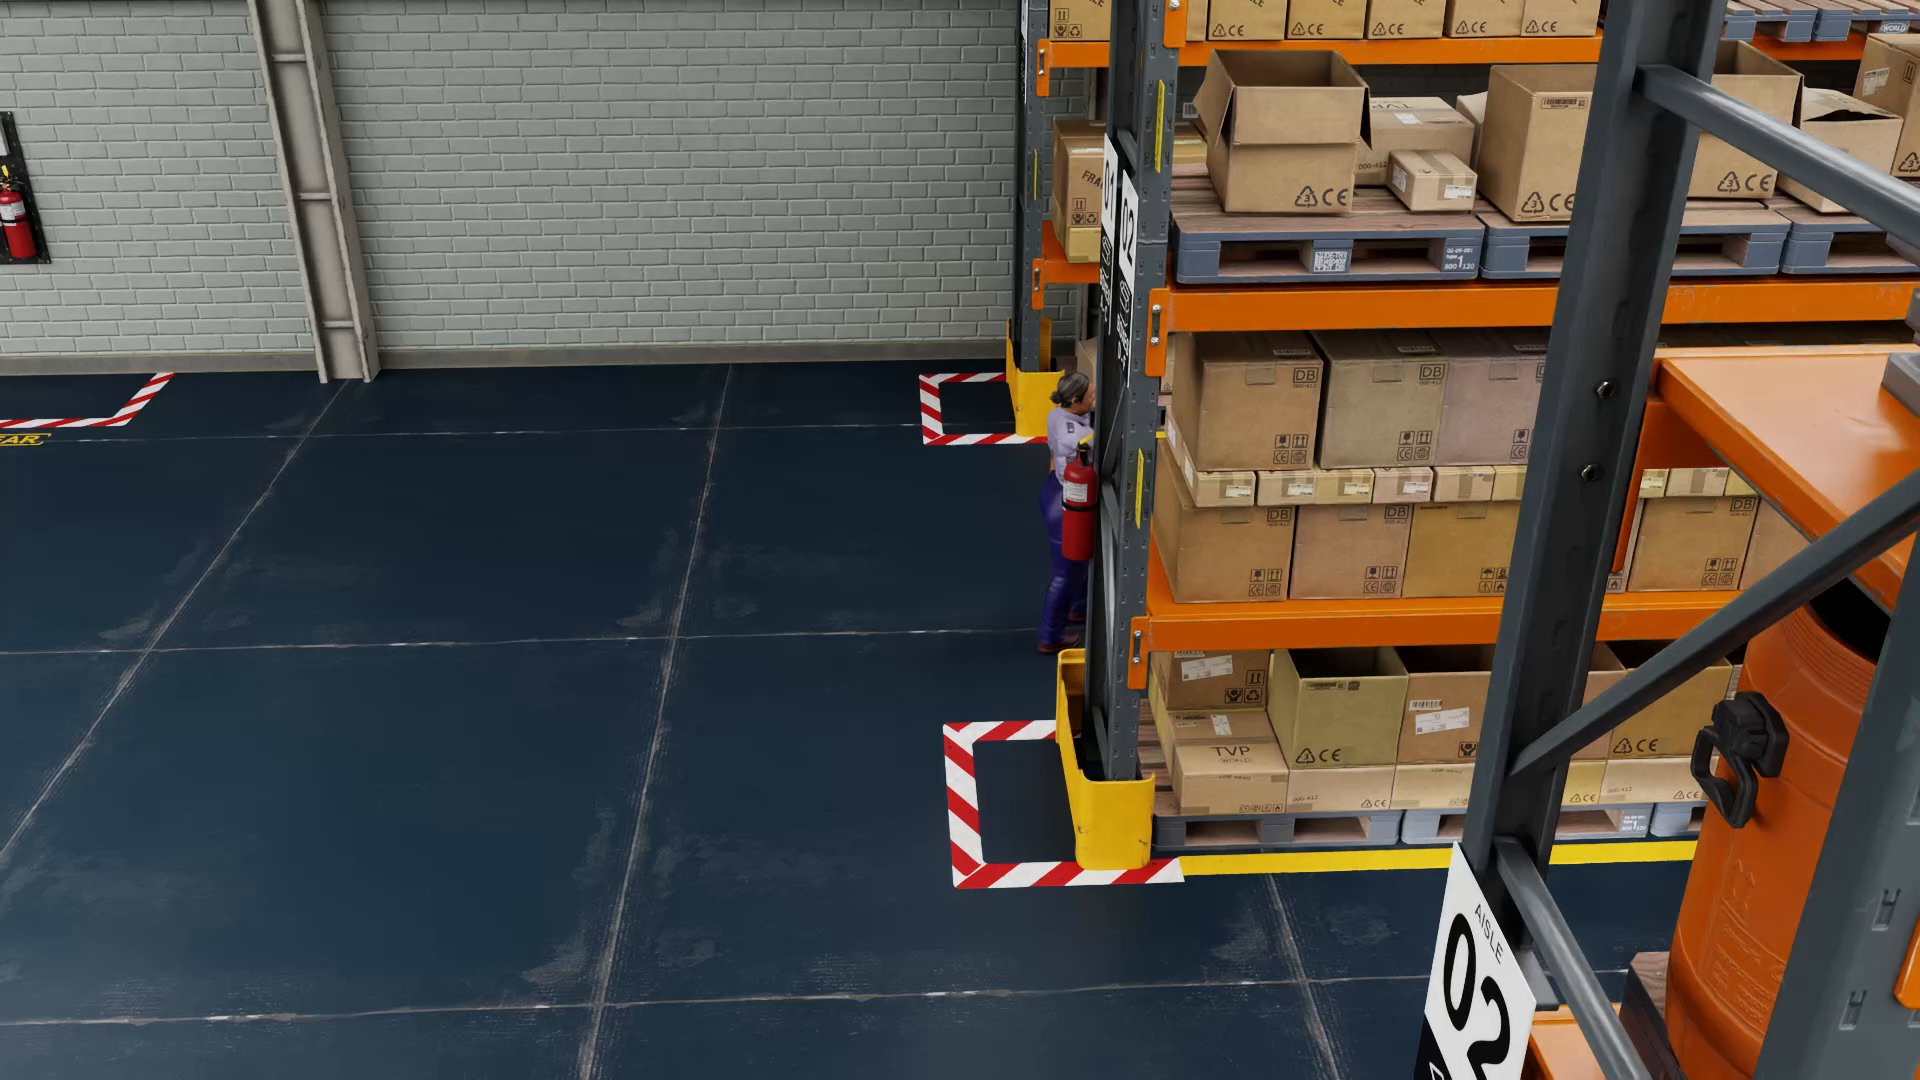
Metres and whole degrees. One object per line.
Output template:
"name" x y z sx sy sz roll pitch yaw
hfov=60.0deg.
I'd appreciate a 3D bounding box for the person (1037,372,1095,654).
"person" 0.689 -0.179 9.321 0.548 1.654 0.491 -4 28 -8
